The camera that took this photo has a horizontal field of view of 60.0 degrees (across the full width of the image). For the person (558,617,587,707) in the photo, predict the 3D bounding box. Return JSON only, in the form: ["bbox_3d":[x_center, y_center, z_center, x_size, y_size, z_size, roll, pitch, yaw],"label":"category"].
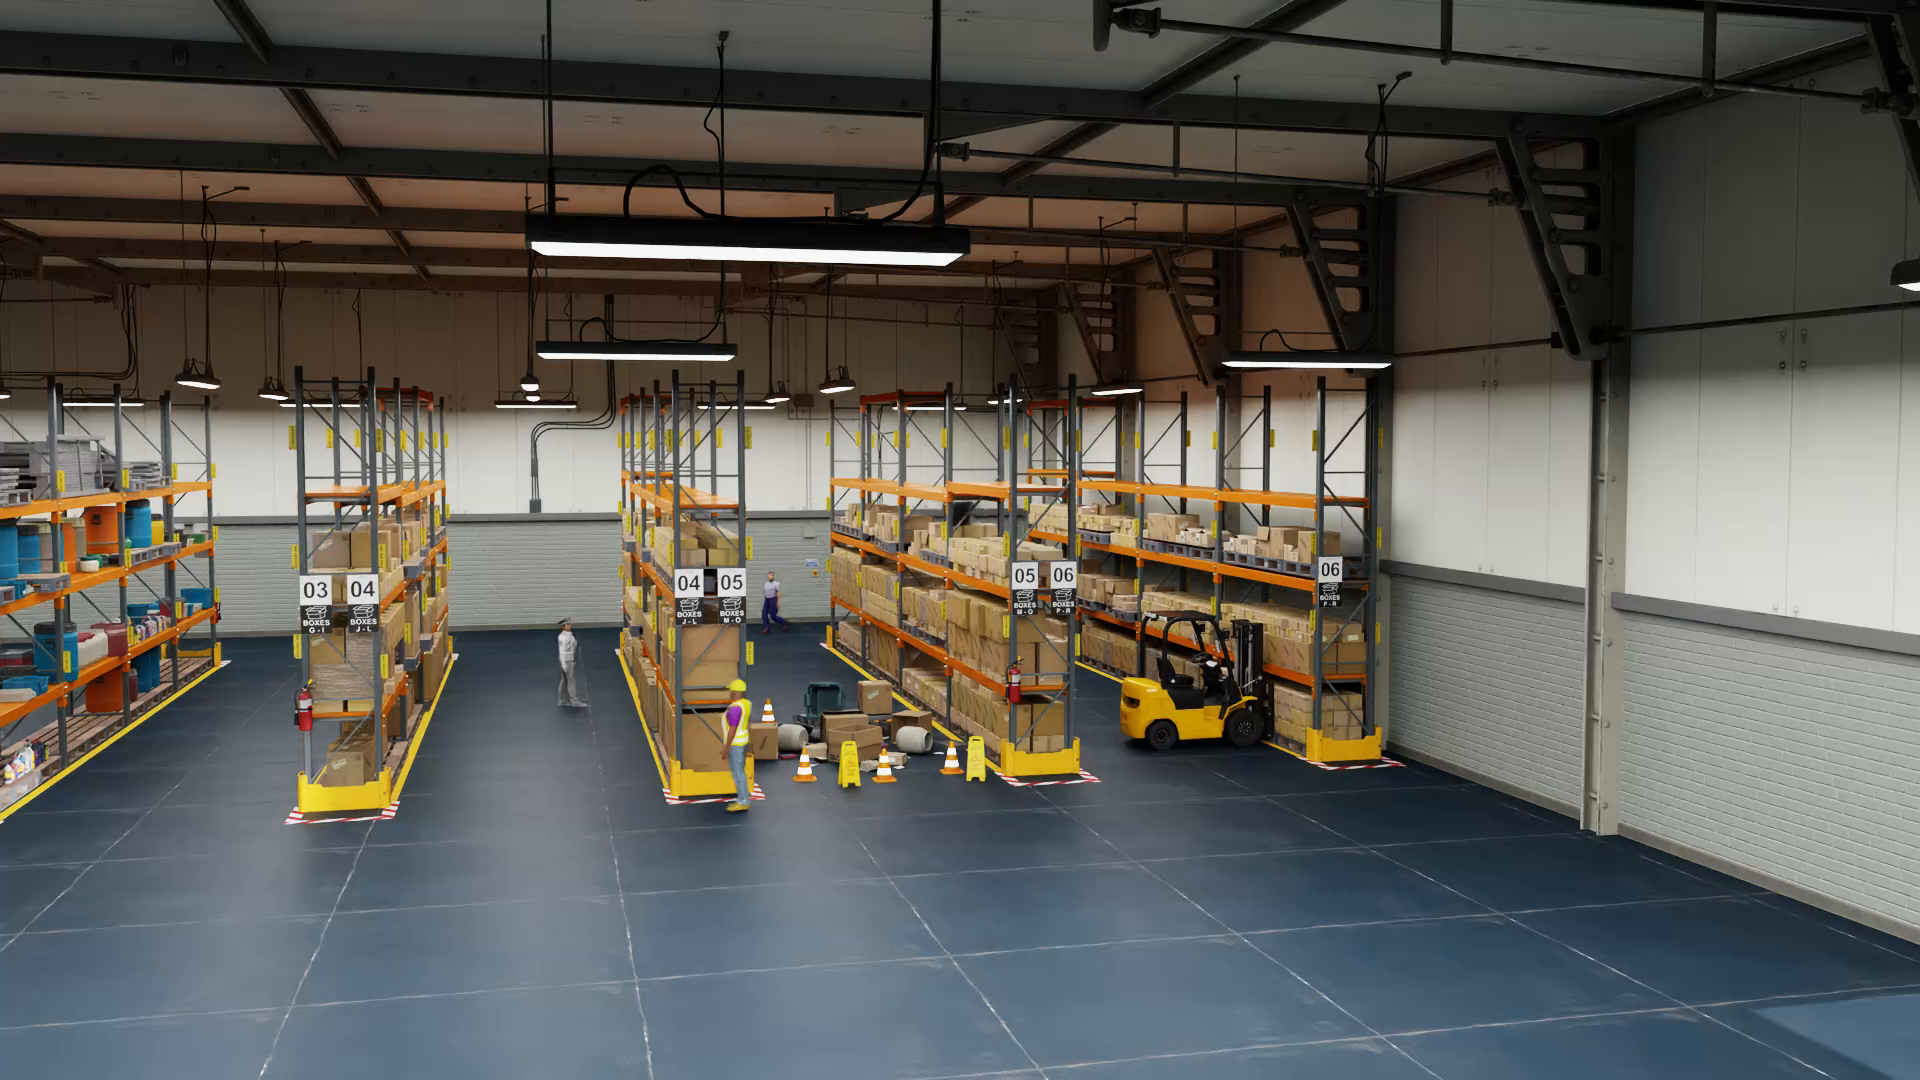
[{"bbox_3d":[-7.301,2.291,31.304,0.563,1.686,0.520,0,3,-5],"label":"person"}]

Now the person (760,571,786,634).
[{"bbox_3d":[-4.903,1.615,43.078,0.624,1.606,0.492,-3,5,-41],"label":"person"}]

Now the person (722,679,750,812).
[{"bbox_3d":[-3.025,2.775,22.514,0.349,1.779,0.624,0,3,0],"label":"person"}]
